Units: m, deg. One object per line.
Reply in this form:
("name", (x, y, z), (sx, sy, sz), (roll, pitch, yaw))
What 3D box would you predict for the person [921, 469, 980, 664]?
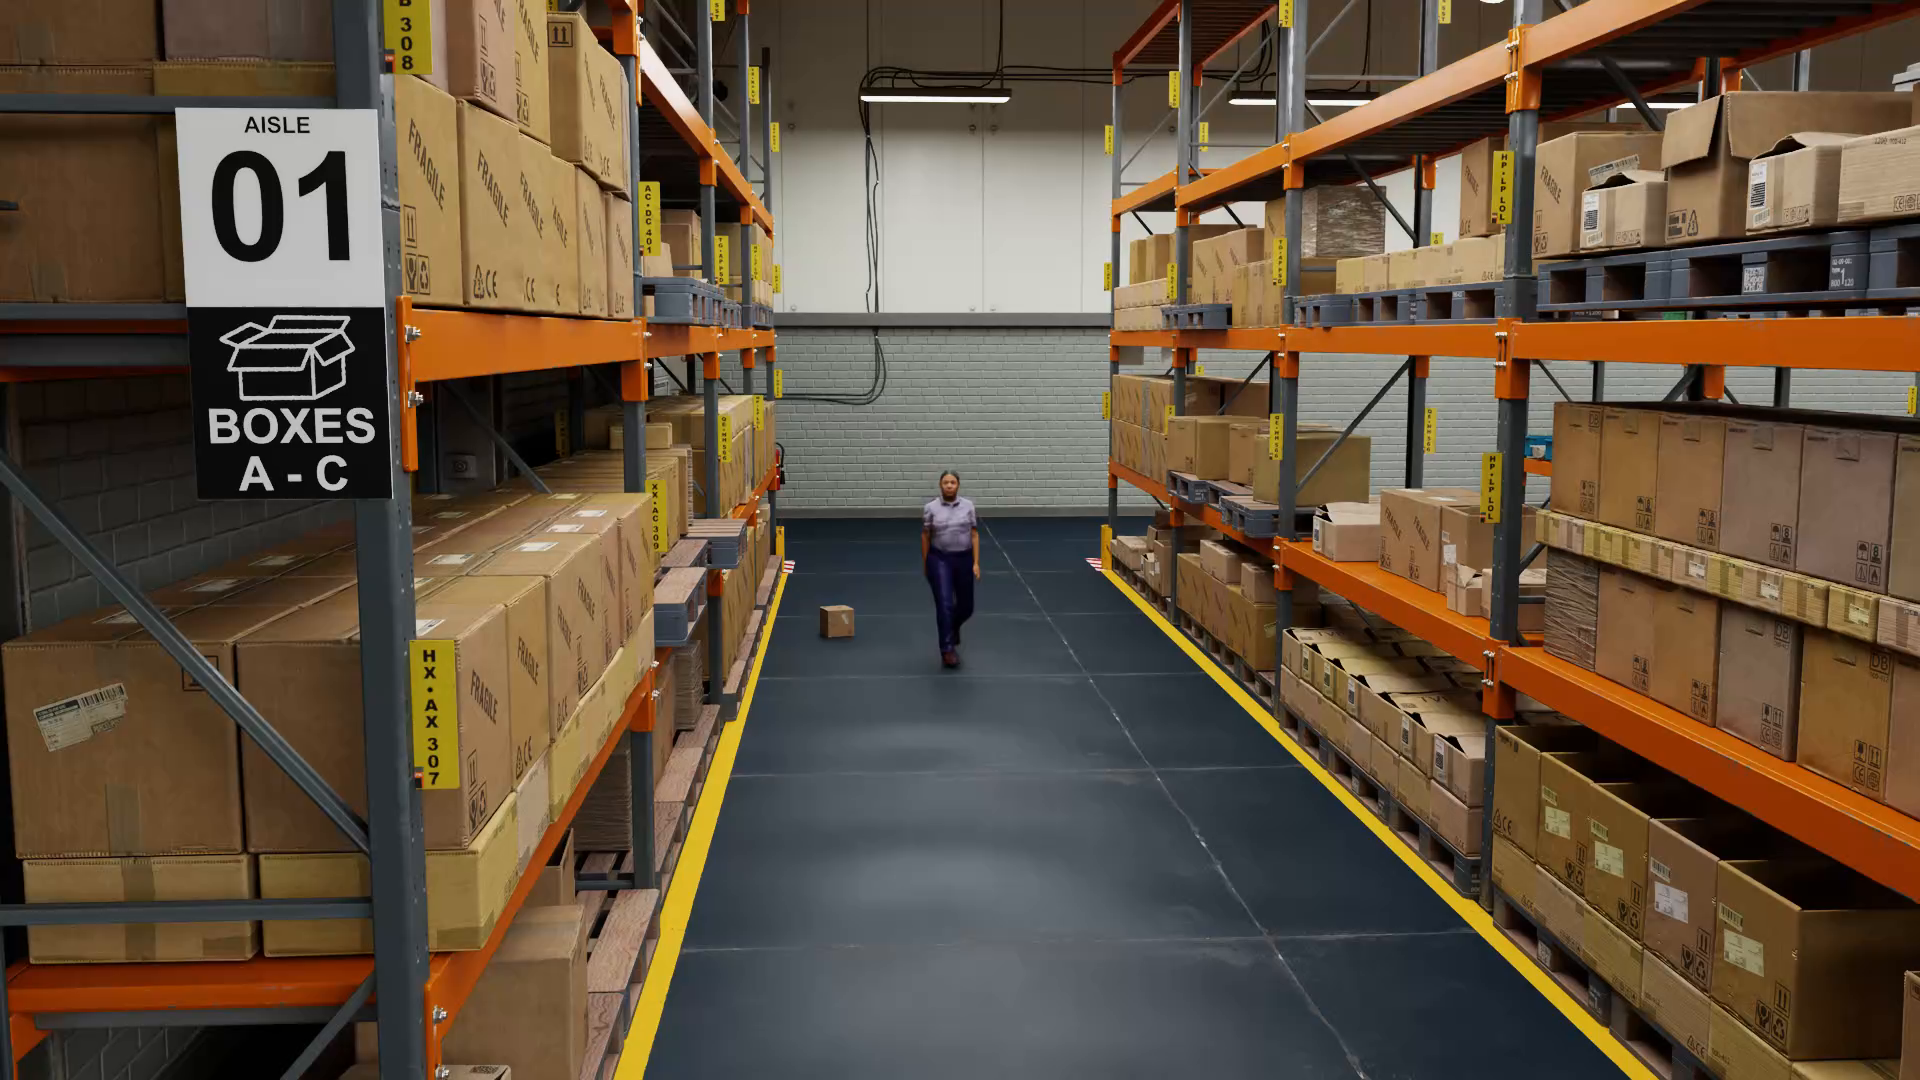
("person", (-0.089, 0.202, 14.147), (0.482, 1.594, 0.877), (-2, 7, -14))
